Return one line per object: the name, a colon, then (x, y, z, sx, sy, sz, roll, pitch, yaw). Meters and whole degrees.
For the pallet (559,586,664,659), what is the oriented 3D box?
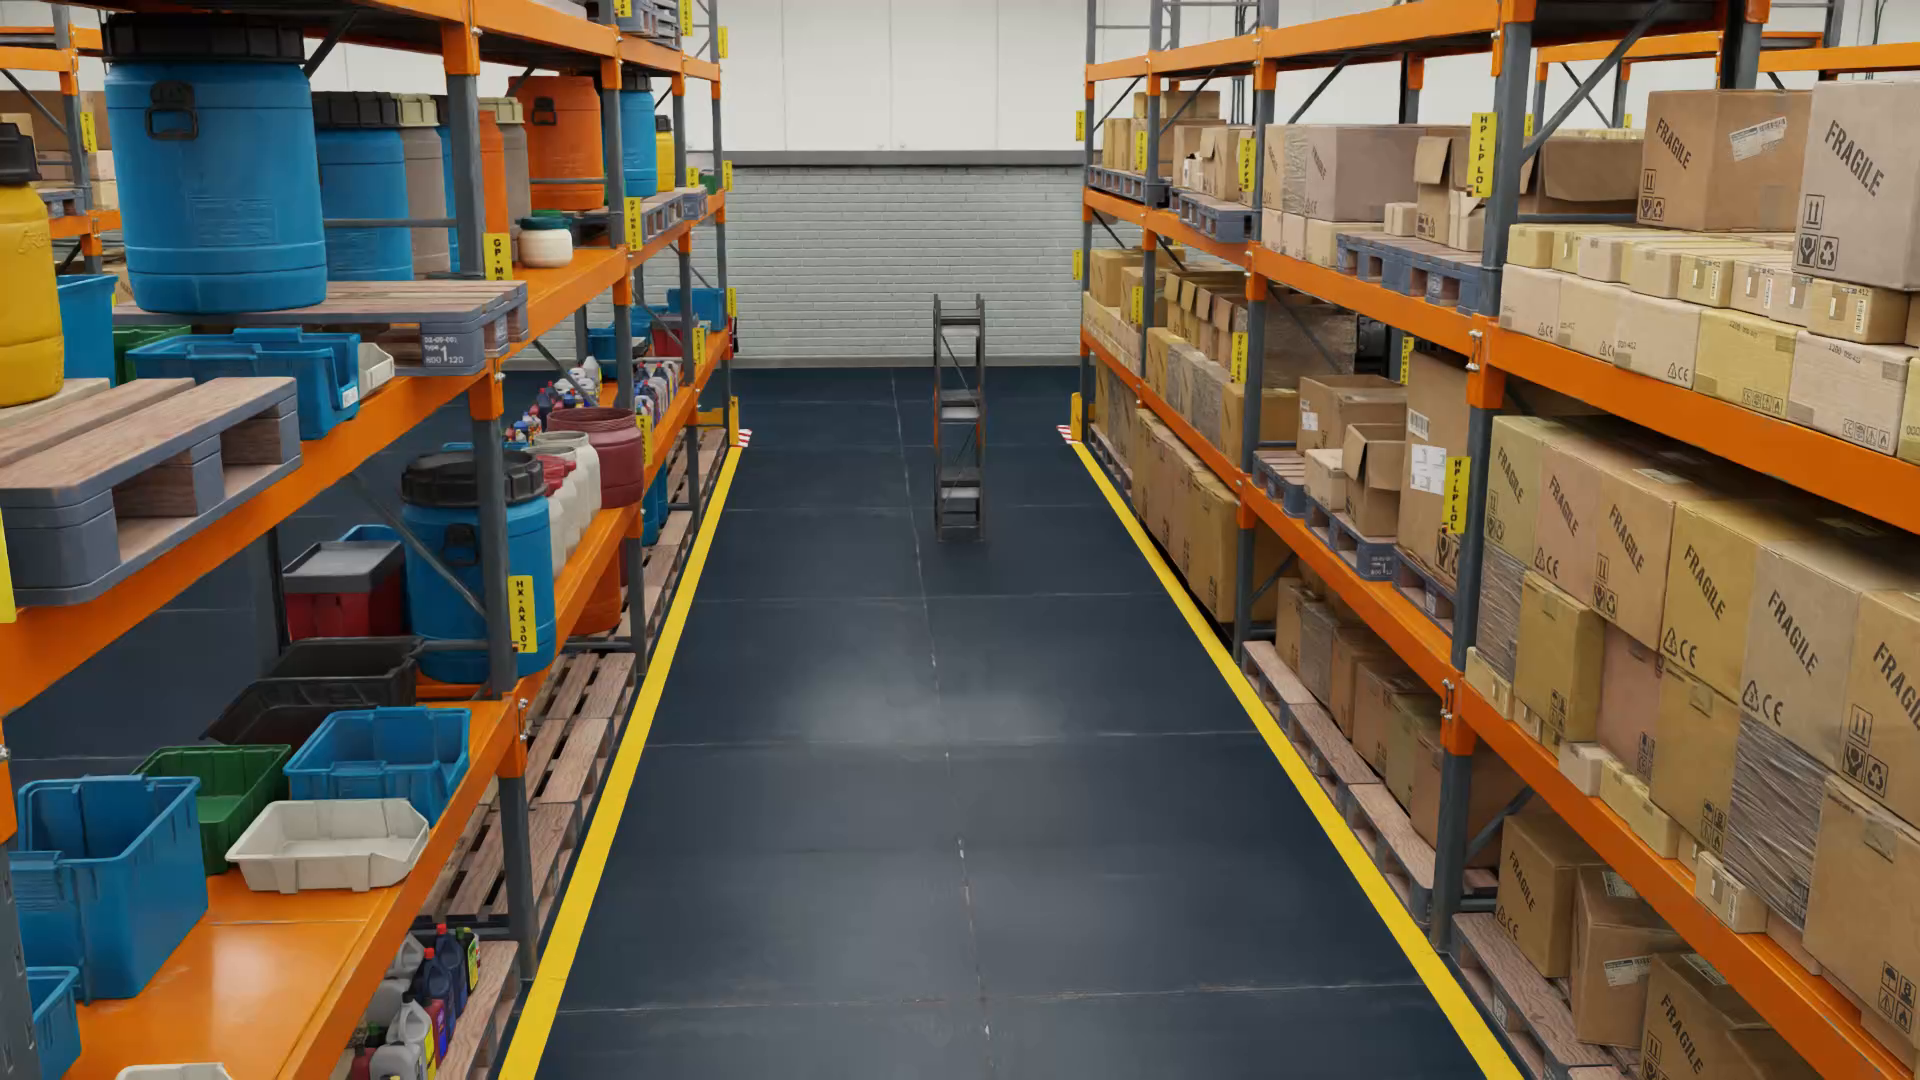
pallet: (-2.670, 0.603, 11.760, 1.003, 0.211, 1.213, -1, 14, -3)

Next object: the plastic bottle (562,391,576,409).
plastic bottle: (-2.972, -1.000, 12.653, 0.097, 0.271, 0.097, 0, 14, 0)

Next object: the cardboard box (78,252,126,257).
cardboard box: (-8.157, -2.504, 16.031, 0.500, 0.500, 0.500, -1, 14, -4)

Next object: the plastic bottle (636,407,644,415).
plastic bottle: (-2.290, -0.815, 11.908, 0.061, 0.283, 0.133, -1, 14, -3)

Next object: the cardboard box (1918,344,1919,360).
cardboard box: (2.466, -0.471, 3.820, 0.380, 0.149, 0.250, -1, 14, -3)

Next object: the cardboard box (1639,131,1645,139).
cardboard box: (6.707, -3.823, 15.843, 0.380, 0.149, 0.250, -1, 15, -6)

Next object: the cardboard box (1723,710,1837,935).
cardboard box: (2.714, 0.784, 4.663, 0.875, 0.500, 0.500, -1, 14, -3)

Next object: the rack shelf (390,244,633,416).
rack shelf: (-2.456, -1.159, 8.436, 1.077, 0.370, 4.000, -1, 14, -3)

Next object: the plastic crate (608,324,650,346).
plastic crate: (-3.289, -2.021, 16.578, 0.416, 0.233, 0.300, -1, 14, -3)

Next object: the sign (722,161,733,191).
sign: (-2.528, -3.956, 18.074, 0.100, 0.325, 0.005, -1, 14, -3)

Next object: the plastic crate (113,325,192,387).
plastic crate: (-2.506, -0.511, 4.898, 0.336, 0.188, 0.450, -1, 14, -3)

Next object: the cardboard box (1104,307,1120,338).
cardboard box: (1.732, -2.182, 16.692, 0.500, 0.250, 0.500, -1, 14, -5)

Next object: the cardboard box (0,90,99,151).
cardboard box: (-7.840, -3.577, 14.183, 0.700, 0.500, 0.500, -1, 14, -3)

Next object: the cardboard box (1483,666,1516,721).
cardboard box: (2.327, 0.608, 6.647, 0.380, 0.149, 0.250, -1, 14, -3)

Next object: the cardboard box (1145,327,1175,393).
cardboard box: (1.895, -1.554, 14.344, 0.500, 0.500, 0.500, -1, 14, -3)

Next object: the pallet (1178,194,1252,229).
pallet: (2.198, -2.427, 12.300, 1.003, 0.211, 1.213, 0, 14, -1)

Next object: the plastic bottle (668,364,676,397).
plastic bottle: (-2.421, -1.341, 13.951, 0.061, 0.283, 0.133, -1, 14, -3)

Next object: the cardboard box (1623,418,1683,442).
cardboard box: (2.914, -0.203, 6.491, 0.500, 0.500, 0.500, -1, 14, -3)

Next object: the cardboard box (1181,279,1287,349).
cardboard box: (2.194, -1.828, 13.398, 0.797, 0.503, 0.637, -1, 14, -3)

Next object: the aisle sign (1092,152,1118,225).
aisle sign: (1.564, -3.891, 18.411, 0.394, 0.787, 0.004, -1, 14, -3)

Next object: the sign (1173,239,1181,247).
sign: (2.410, -3.299, 18.528, 0.100, 0.325, 0.005, -1, 14, -3)

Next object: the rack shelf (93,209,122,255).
rack shelf: (-7.896, -3.073, 15.875, 1.077, 0.370, 4.000, -1, 14, -3)

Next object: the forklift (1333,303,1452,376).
forklift: (4.367, -2.095, 16.788, 1.130, 2.935, 3.031, -1, 14, -4)

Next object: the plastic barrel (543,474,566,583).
plastic barrel: (-2.218, -0.047, 8.417, 0.433, 0.535, 0.433, 0, 14, 0)

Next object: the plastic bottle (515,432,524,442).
plastic bottle: (-3.034, -0.636, 11.379, 0.097, 0.201, 0.097, 0, 14, 0)

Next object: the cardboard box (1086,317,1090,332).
cardboard box: (1.578, -2.339, 18.103, 0.380, 0.149, 0.250, -1, 14, -4)

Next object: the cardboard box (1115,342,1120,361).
cardboard box: (1.706, -1.829, 16.118, 0.380, 0.149, 0.250, -1, 14, -2)

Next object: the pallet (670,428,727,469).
pallet: (-3.063, -0.986, 17.934, 1.003, 0.211, 1.213, -1, 14, -3)

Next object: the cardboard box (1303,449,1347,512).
cardboard box: (2.238, -0.339, 9.283, 0.500, 0.250, 0.500, -1, 14, -5)

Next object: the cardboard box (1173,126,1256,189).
cardboard box: (2.162, -3.184, 13.818, 0.700, 0.500, 0.500, -1, 14, -2)

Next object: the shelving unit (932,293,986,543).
shelving unit: (-0.010, -1.058, 14.425, 0.431, 2.100, 0.503, -1, 14, -3)

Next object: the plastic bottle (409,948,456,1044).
plastic bottle: (-1.993, 1.716, 6.271, 0.144, 0.351, 0.185, -2, 15, -6)

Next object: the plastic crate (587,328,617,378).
plastic crate: (-3.197, -1.679, 14.945, 0.392, 0.384, 0.575, -1, 14, -3)

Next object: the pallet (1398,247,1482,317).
pallet: (2.679, -1.151, 7.337, 1.213, 0.211, 1.003, -1, 14, -3)

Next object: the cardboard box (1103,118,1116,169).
cardboard box: (1.868, -4.101, 17.181, 0.700, 0.500, 0.500, -1, 14, -5)

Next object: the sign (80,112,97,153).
sign: (-7.218, -3.375, 13.775, 0.100, 0.325, 0.005, -1, 14, -3)

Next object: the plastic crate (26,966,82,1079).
plastic crate: (-2.448, 1.228, 4.033, 0.499, 0.251, 0.408, -1, 14, -3)

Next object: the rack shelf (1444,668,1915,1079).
rack shelf: (2.735, 1.212, 5.240, 1.077, 0.370, 4.000, -1, 14, -3)

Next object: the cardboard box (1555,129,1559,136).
cardboard box: (6.615, -4.337, 17.842, 0.380, 0.149, 0.250, 0, 14, -1)

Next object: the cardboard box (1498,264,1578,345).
cardboard box: (2.384, -0.898, 6.278, 0.500, 0.250, 0.500, -1, 15, -6)

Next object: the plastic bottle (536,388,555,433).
plastic bottle: (-3.070, -0.947, 12.286, 0.144, 0.351, 0.185, -1, 14, -3)

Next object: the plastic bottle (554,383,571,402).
plastic bottle: (-3.108, -1.078, 12.945, 0.152, 0.276, 0.135, -1, 14, -3)

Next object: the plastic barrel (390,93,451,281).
plastic barrel: (-2.621, -1.539, 7.461, 0.600, 0.901, 0.600, 0, 14, 0)

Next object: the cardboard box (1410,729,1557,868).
cardboard box: (2.595, 1.211, 7.935, 0.700, 0.500, 0.500, -2, 15, -8)

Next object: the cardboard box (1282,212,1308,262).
cardboard box: (2.170, -1.760, 9.629, 0.500, 0.250, 0.500, -1, 14, -2)

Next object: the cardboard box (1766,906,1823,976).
cardboard box: (2.542, 1.104, 4.719, 0.380, 0.149, 0.250, -1, 14, -3)

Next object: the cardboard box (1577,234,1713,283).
cardboard box: (2.404, -0.988, 5.829, 0.380, 0.149, 0.250, -1, 14, -3)

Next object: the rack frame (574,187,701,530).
rack frame: (-2.828, -1.547, 14.519, 1.000, 3.000, 0.127, -1, 14, -3)

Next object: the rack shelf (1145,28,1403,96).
rack shelf: (2.240, -3.489, 12.275, 1.077, 0.370, 4.000, -1, 14, -3)

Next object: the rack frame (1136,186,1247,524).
rack frame: (2.116, -1.624, 14.817, 1.000, 3.000, 0.127, -1, 14, -3)

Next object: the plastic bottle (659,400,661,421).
plastic bottle: (-2.370, -1.022, 12.877, 0.097, 0.201, 0.097, 0, 14, 0)

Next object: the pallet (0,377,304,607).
pallet: (-2.038, -0.131, 3.375, 1.003, 0.211, 1.213, -1, 14, -3)

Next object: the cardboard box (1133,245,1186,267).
cardboard box: (2.160, -2.936, 18.116, 0.500, 0.500, 0.500, -1, 14, -3)

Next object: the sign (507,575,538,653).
sign: (-1.782, 0.303, 6.774, 0.100, 0.325, 0.005, -1, 14, -3)

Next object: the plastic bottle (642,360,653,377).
plastic bottle: (-2.588, -1.297, 13.648, 0.144, 0.351, 0.185, -1, 14, -3)
